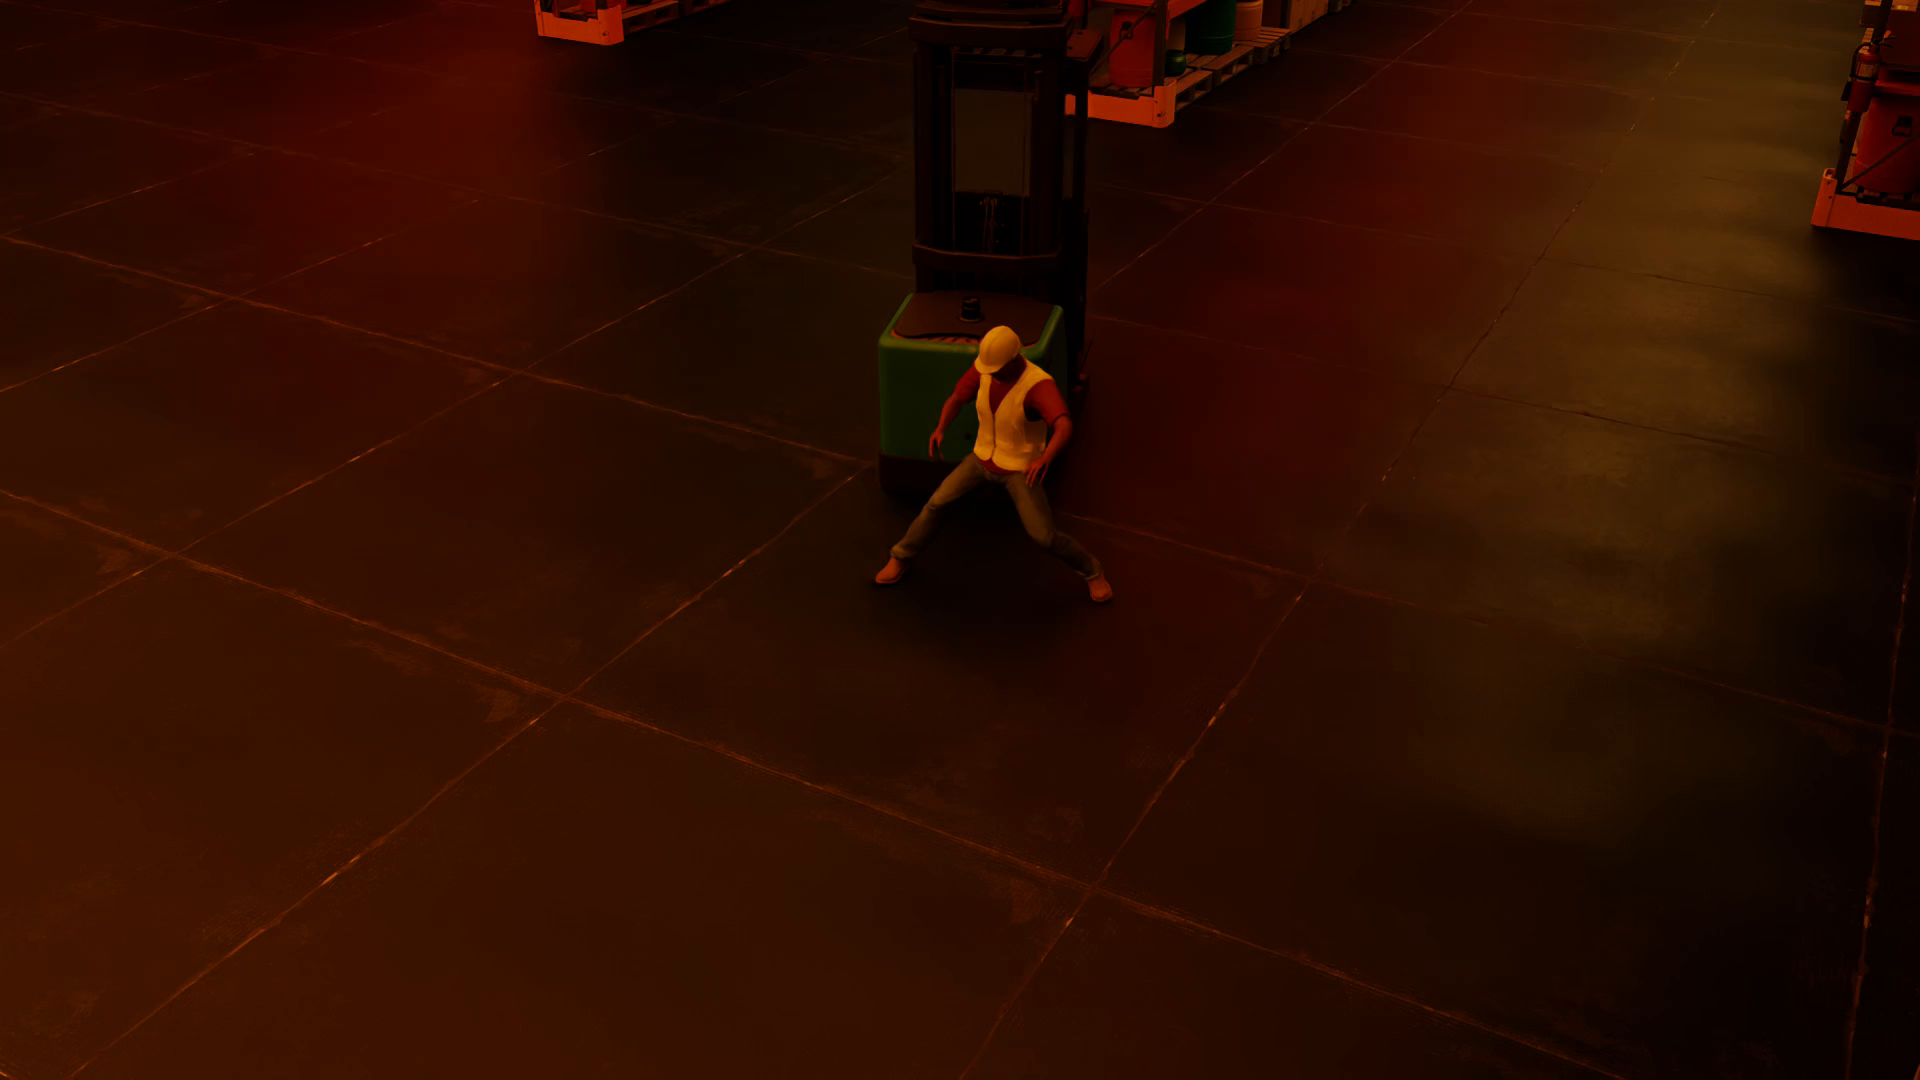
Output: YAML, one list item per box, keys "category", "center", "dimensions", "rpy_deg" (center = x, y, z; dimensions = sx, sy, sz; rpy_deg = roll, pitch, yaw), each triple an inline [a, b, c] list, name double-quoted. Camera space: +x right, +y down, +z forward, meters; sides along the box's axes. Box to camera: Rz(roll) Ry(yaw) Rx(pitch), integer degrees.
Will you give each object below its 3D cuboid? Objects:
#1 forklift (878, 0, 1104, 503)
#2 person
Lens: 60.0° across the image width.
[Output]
- category: "forklift"
  center: [0.303, -2.212, 10.904]
  dimensions: [1.130, 2.935, 3.031]
  rpy_deg: [6, 31, 11]
- category: "person"
  center: [0.204, -0.403, 9.145]
  dimensions: [1.193, 1.583, 0.923]
  rpy_deg: [24, 38, 35]
